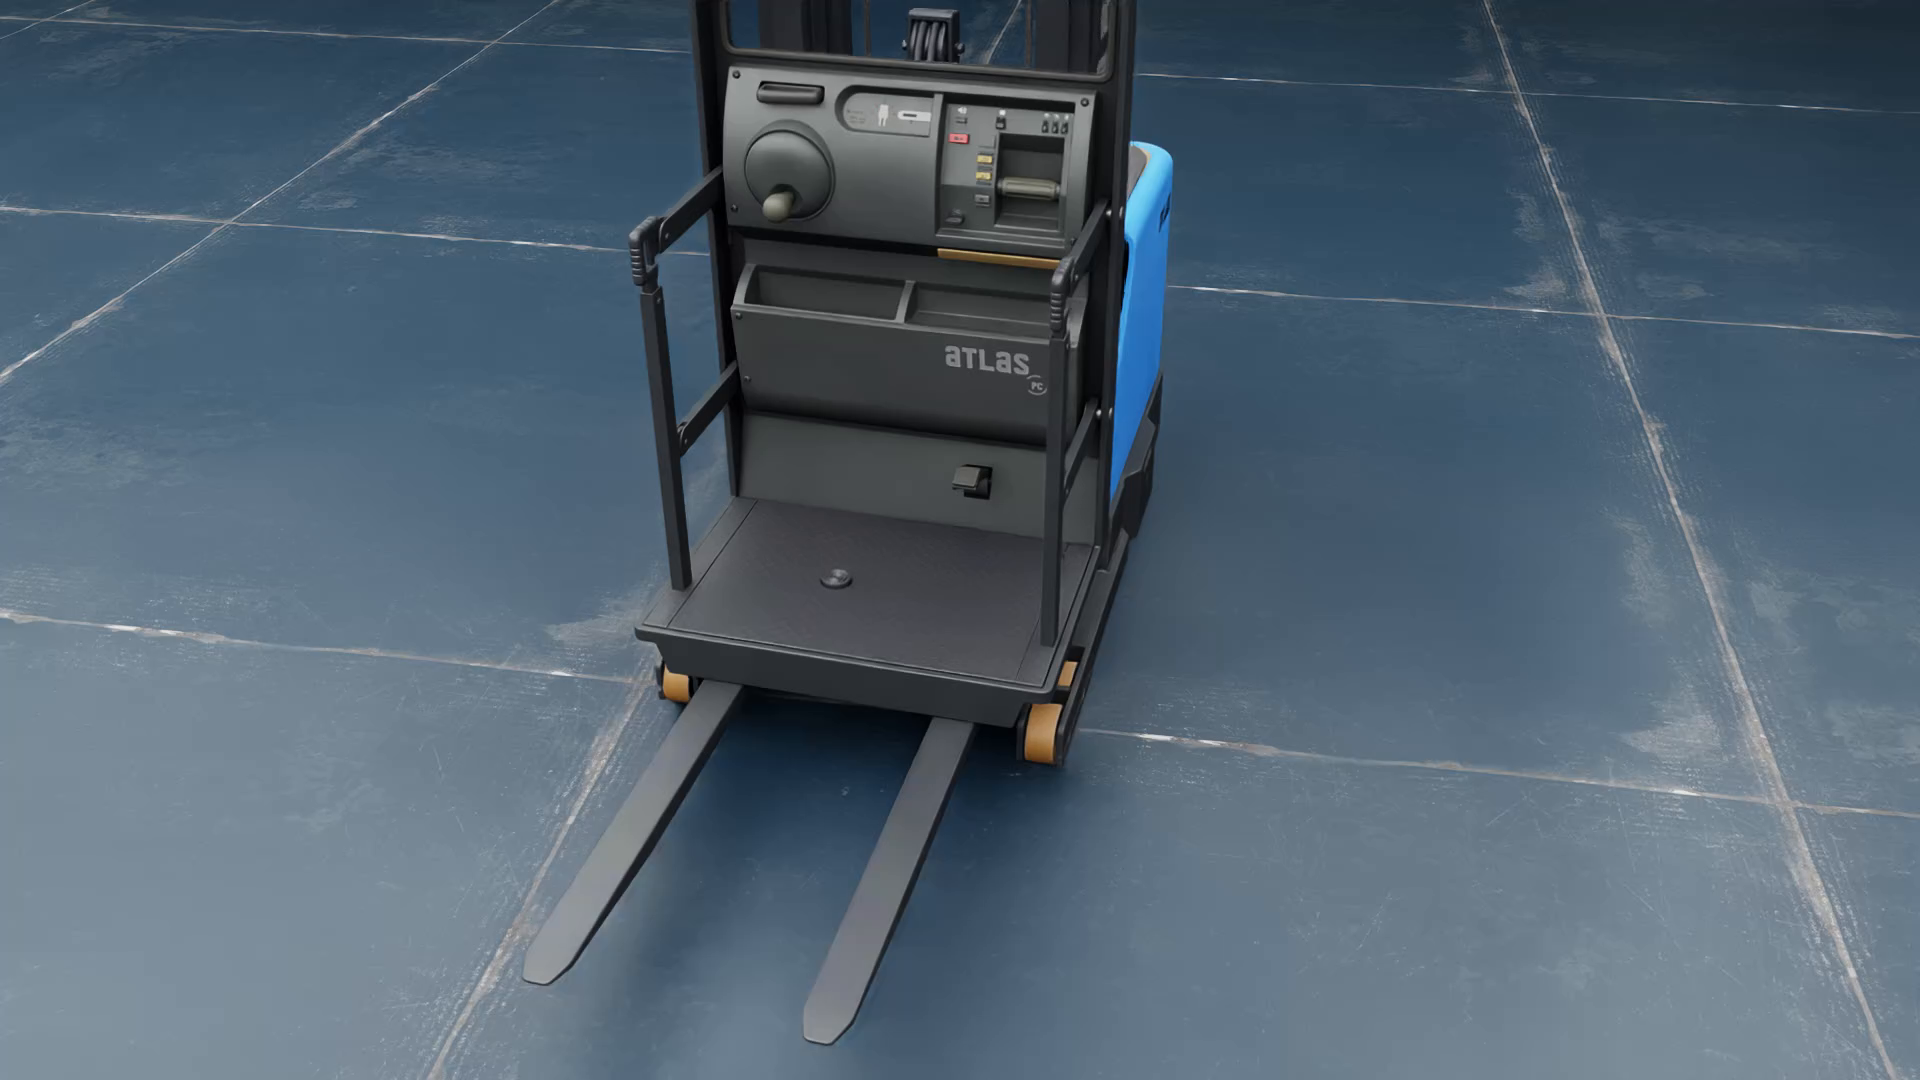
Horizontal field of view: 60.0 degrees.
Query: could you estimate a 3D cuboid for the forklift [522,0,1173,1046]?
[{"bbox_3d":[-0.188,-0.888,3.906,1.130,2.935,3.031,8,33,12],"label":"forklift"}]
